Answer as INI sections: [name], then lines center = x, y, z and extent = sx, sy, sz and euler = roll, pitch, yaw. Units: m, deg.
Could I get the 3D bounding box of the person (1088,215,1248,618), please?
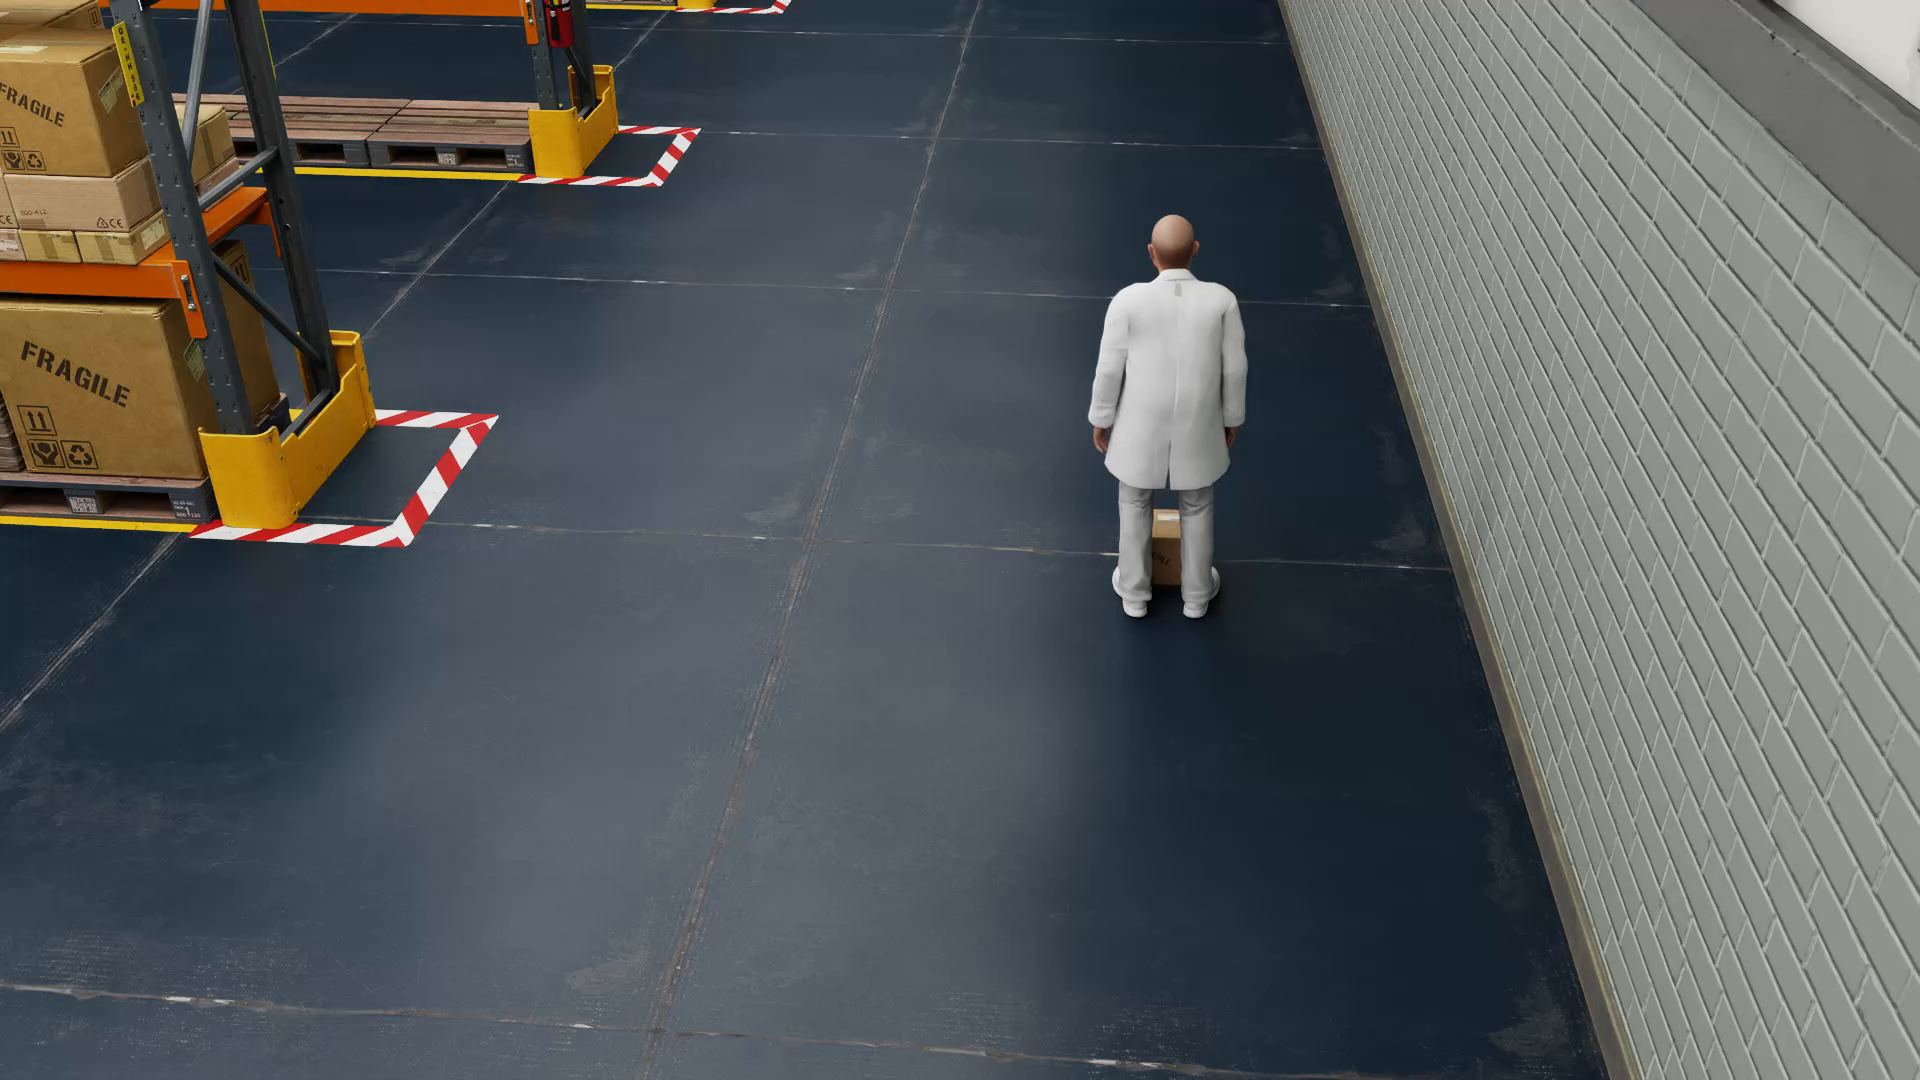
[person]
center = 0.862, -0.490, 6.948
extent = 0.653, 1.774, 0.424
euler = 1, 32, 1
